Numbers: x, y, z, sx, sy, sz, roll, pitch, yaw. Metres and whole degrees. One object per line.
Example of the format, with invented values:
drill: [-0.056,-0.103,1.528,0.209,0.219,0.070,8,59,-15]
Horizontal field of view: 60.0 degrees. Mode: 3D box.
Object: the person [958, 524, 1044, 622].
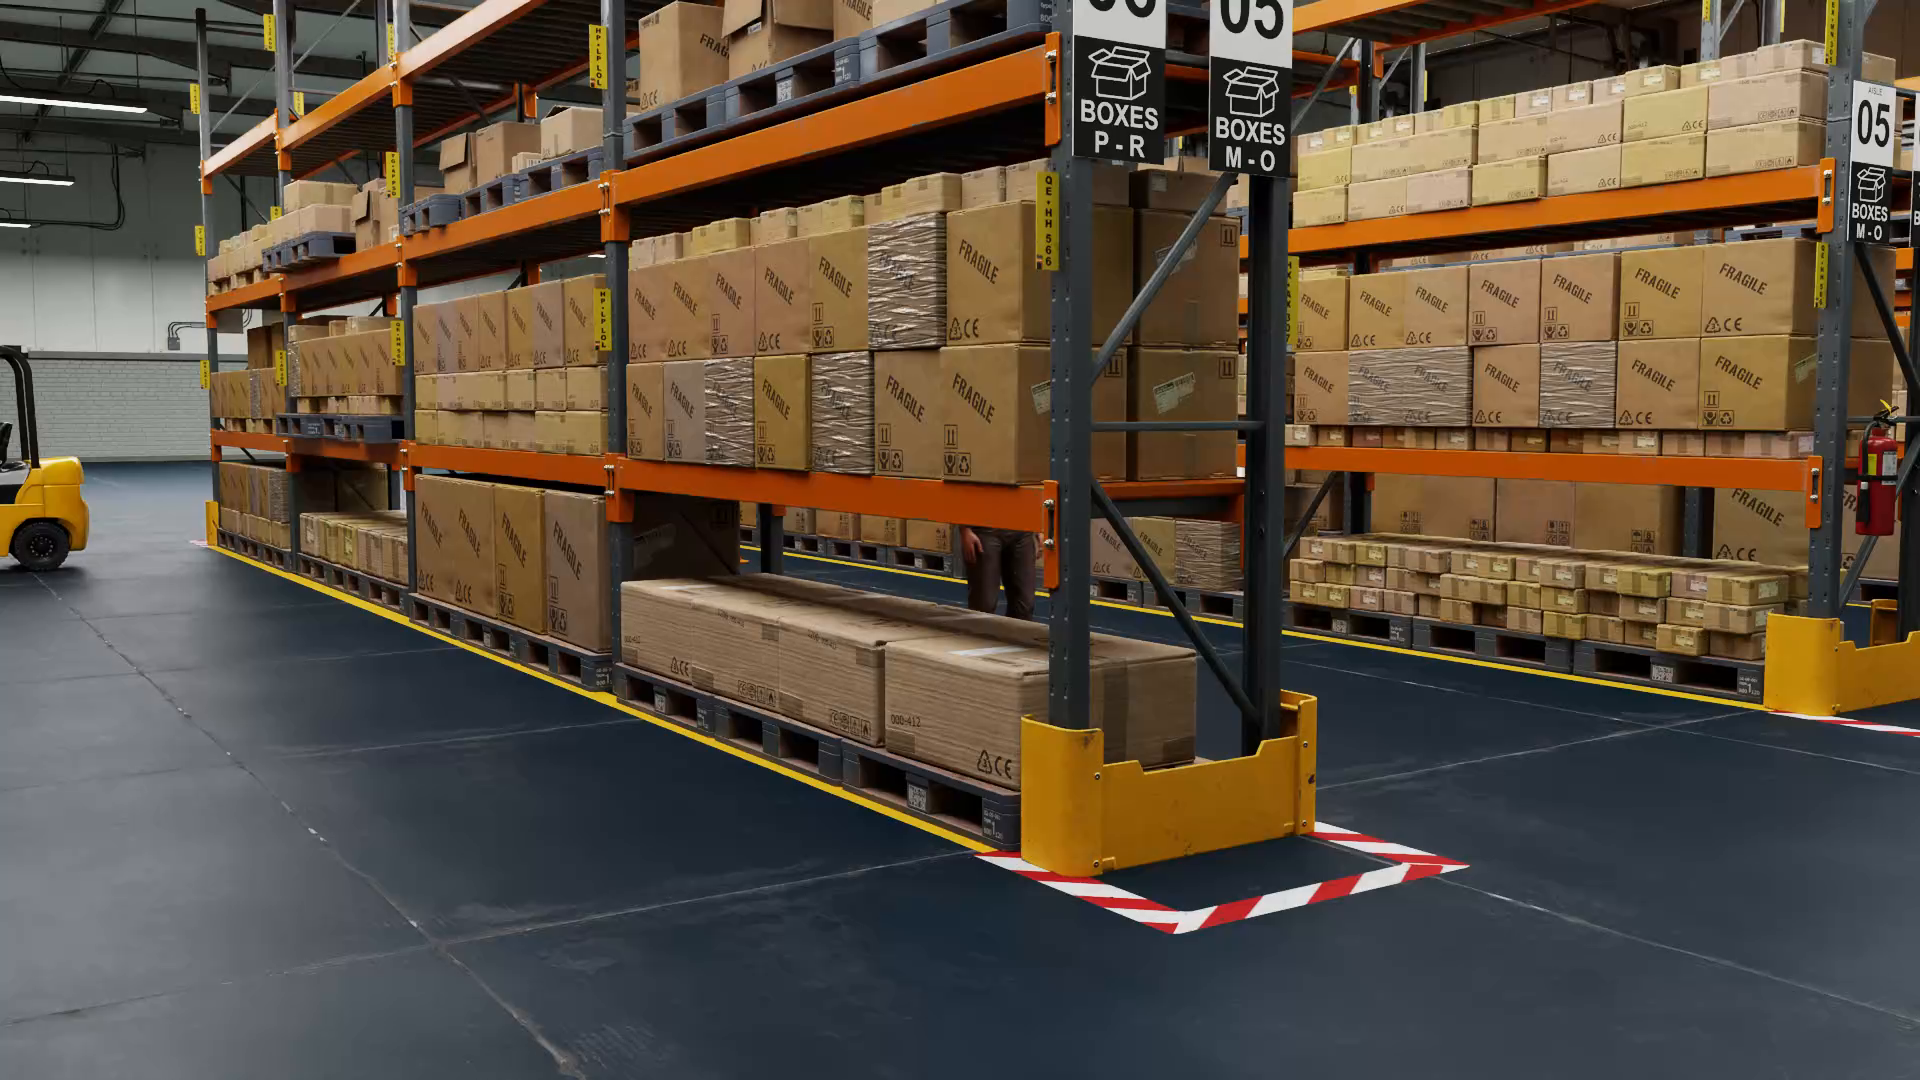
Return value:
person: [0.220,-0.020,9.204,0.584,1.720,0.412,-3,6,-34]
